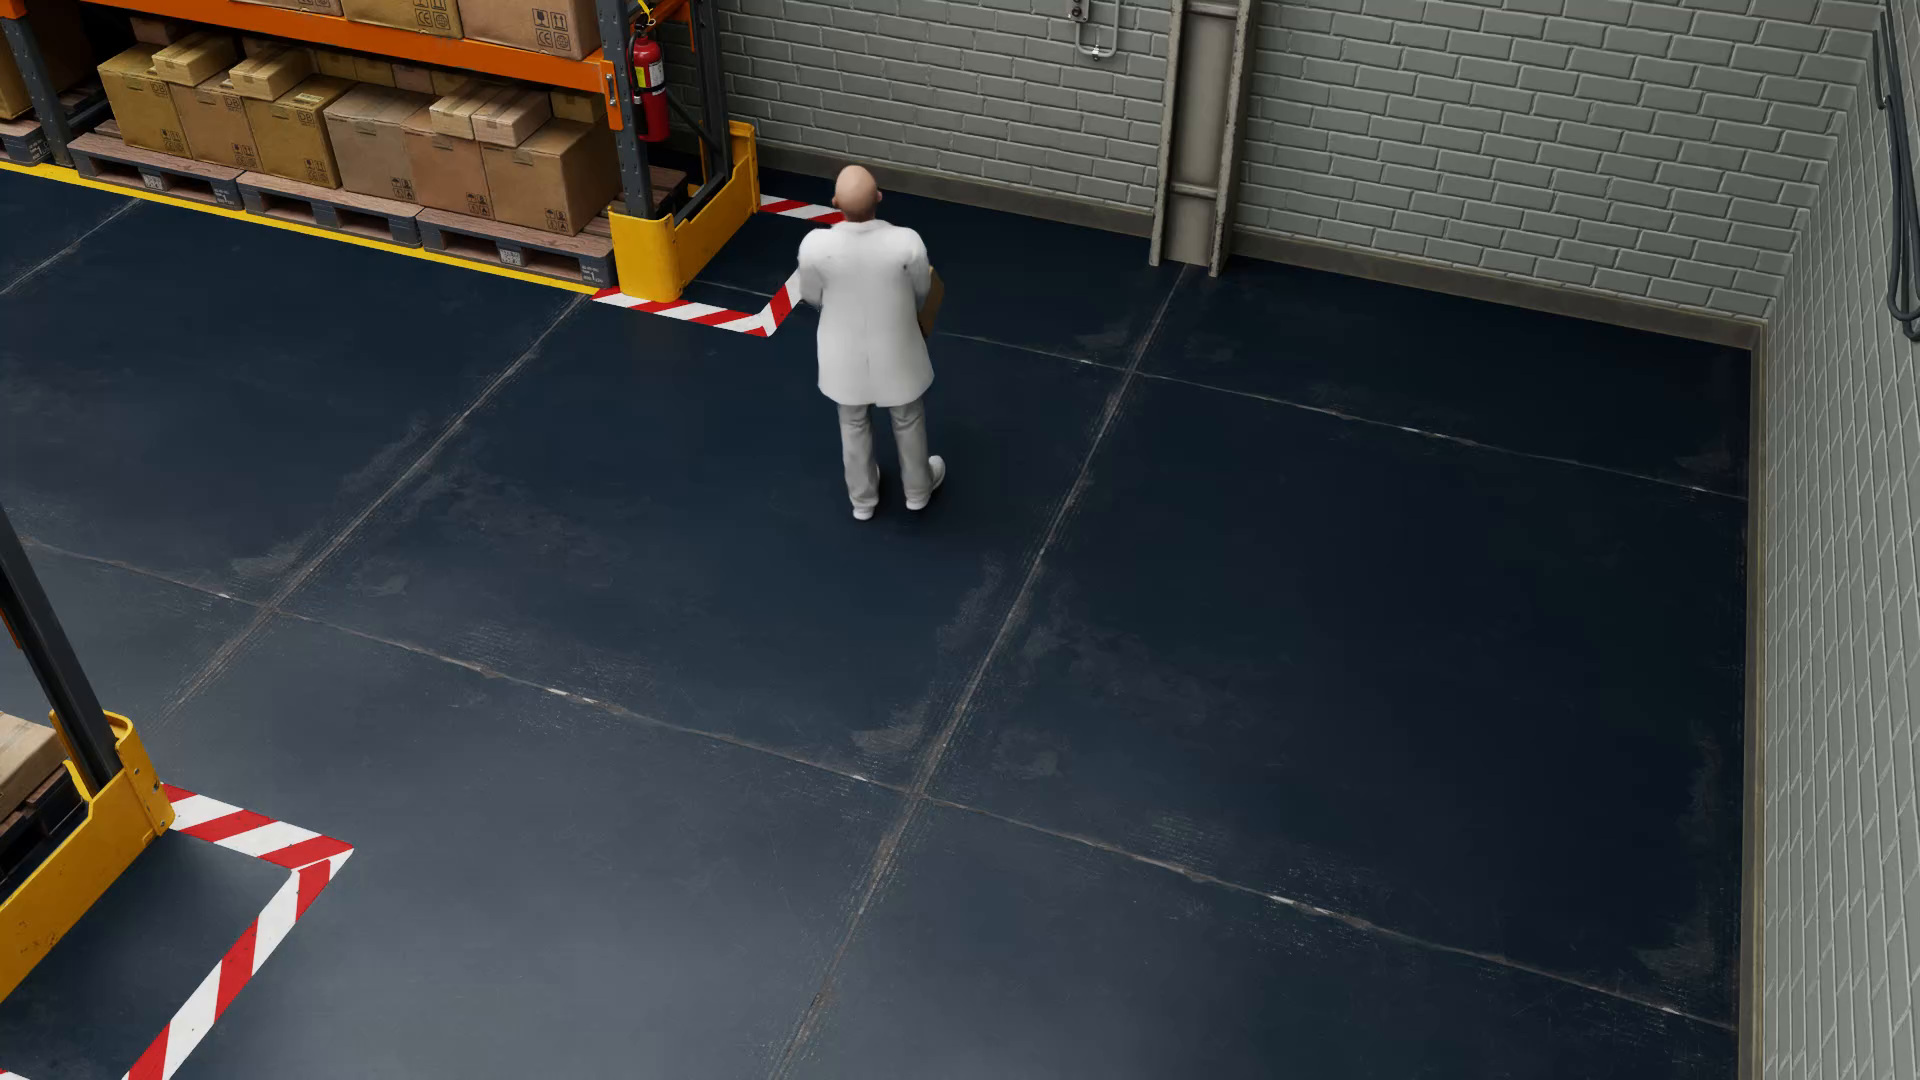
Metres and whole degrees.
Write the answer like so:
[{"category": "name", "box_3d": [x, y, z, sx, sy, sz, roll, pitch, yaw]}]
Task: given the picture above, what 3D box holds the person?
[{"category": "person", "box_3d": [-0.371, -0.869, 7.164, 0.600, 1.780, 0.510, 0, 41, 0]}]
